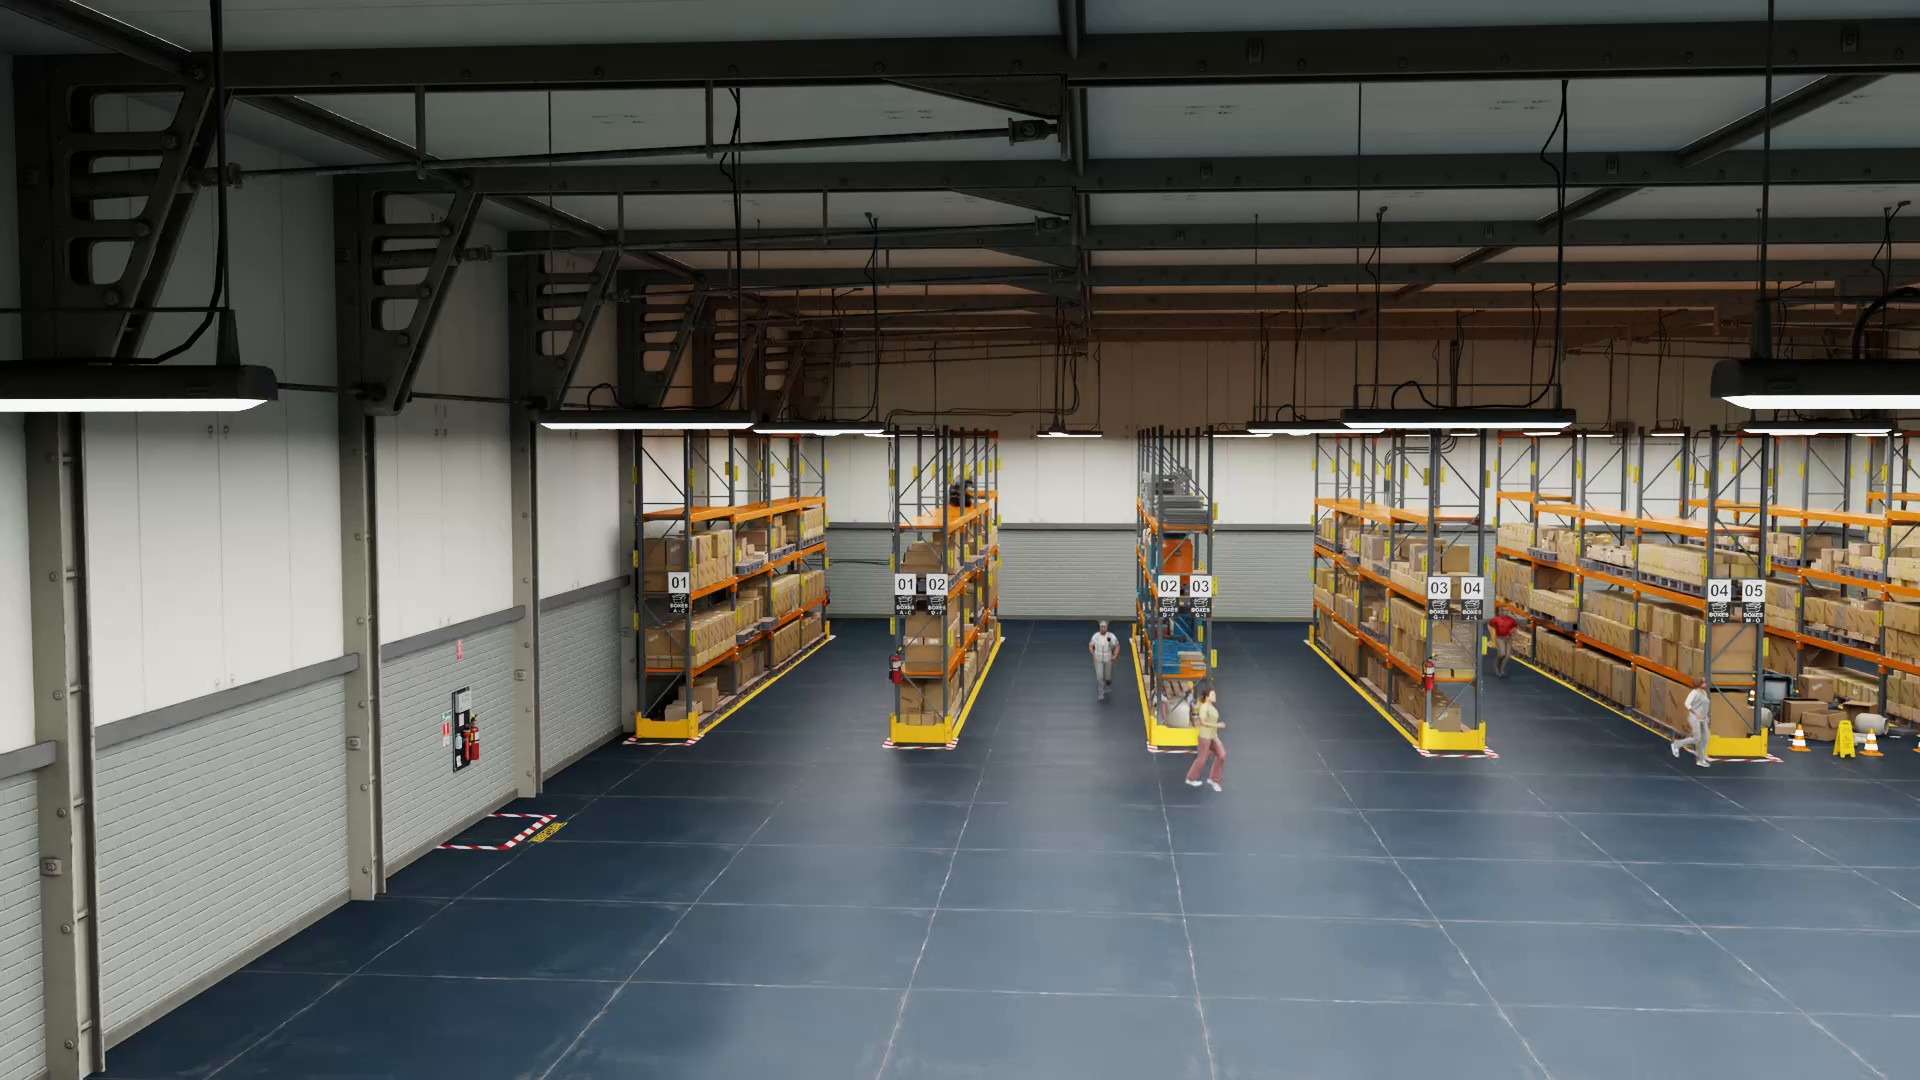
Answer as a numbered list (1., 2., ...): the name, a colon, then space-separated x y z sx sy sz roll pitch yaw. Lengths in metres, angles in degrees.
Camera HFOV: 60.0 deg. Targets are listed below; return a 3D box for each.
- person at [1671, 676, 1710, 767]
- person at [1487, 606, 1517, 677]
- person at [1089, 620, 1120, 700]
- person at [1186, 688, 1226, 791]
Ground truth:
1. person: 13.031 3.185 29.394 0.605 1.545 0.724 -3 4 -37
2. person: 13.122 2.458 40.119 0.637 1.721 0.685 0 3 -2
3. person: 3.199 2.640 36.931 0.690 1.747 0.662 0 3 7
4. person: 4.045 3.279 27.182 0.707 1.716 0.597 2 4 32
